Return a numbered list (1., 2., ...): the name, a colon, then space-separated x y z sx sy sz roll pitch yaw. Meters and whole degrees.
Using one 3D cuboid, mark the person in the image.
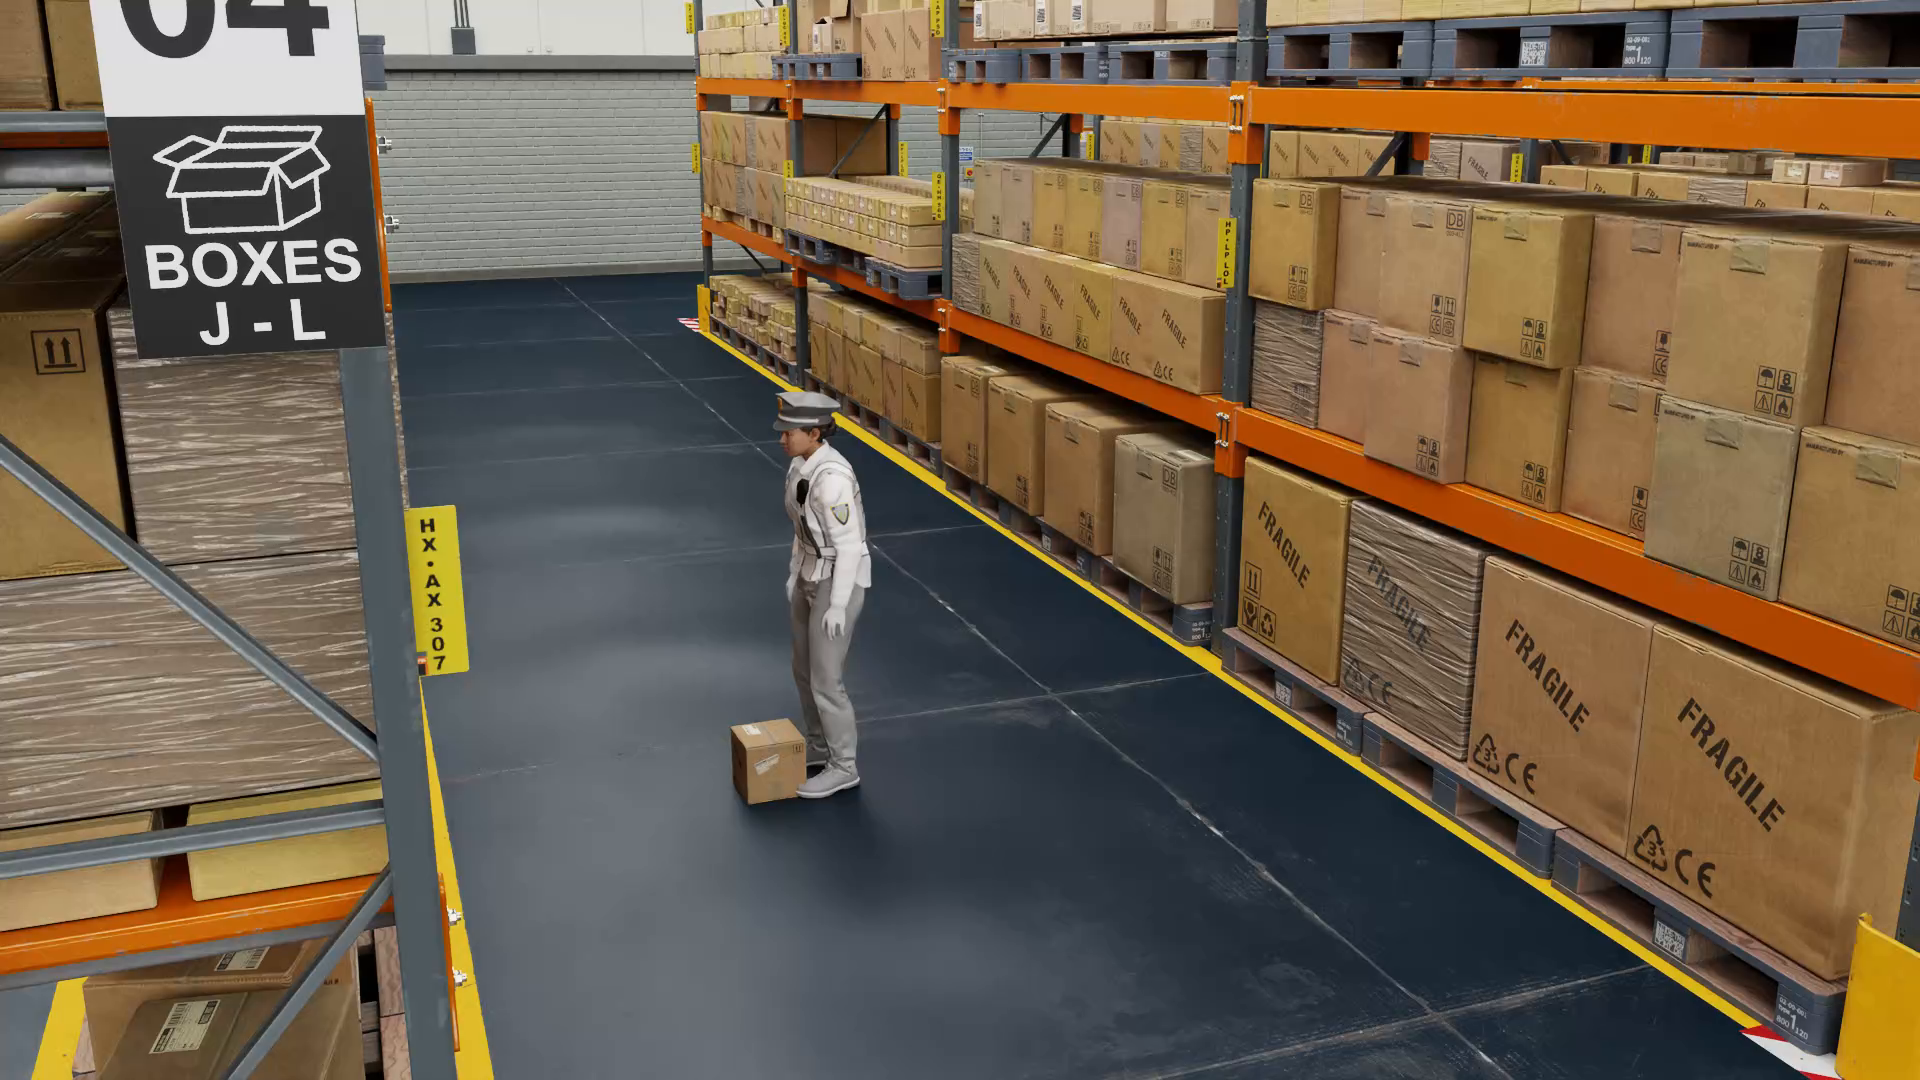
1. person: -0.566 0.210 6.774 0.376 1.663 0.544 -7 17 -24
